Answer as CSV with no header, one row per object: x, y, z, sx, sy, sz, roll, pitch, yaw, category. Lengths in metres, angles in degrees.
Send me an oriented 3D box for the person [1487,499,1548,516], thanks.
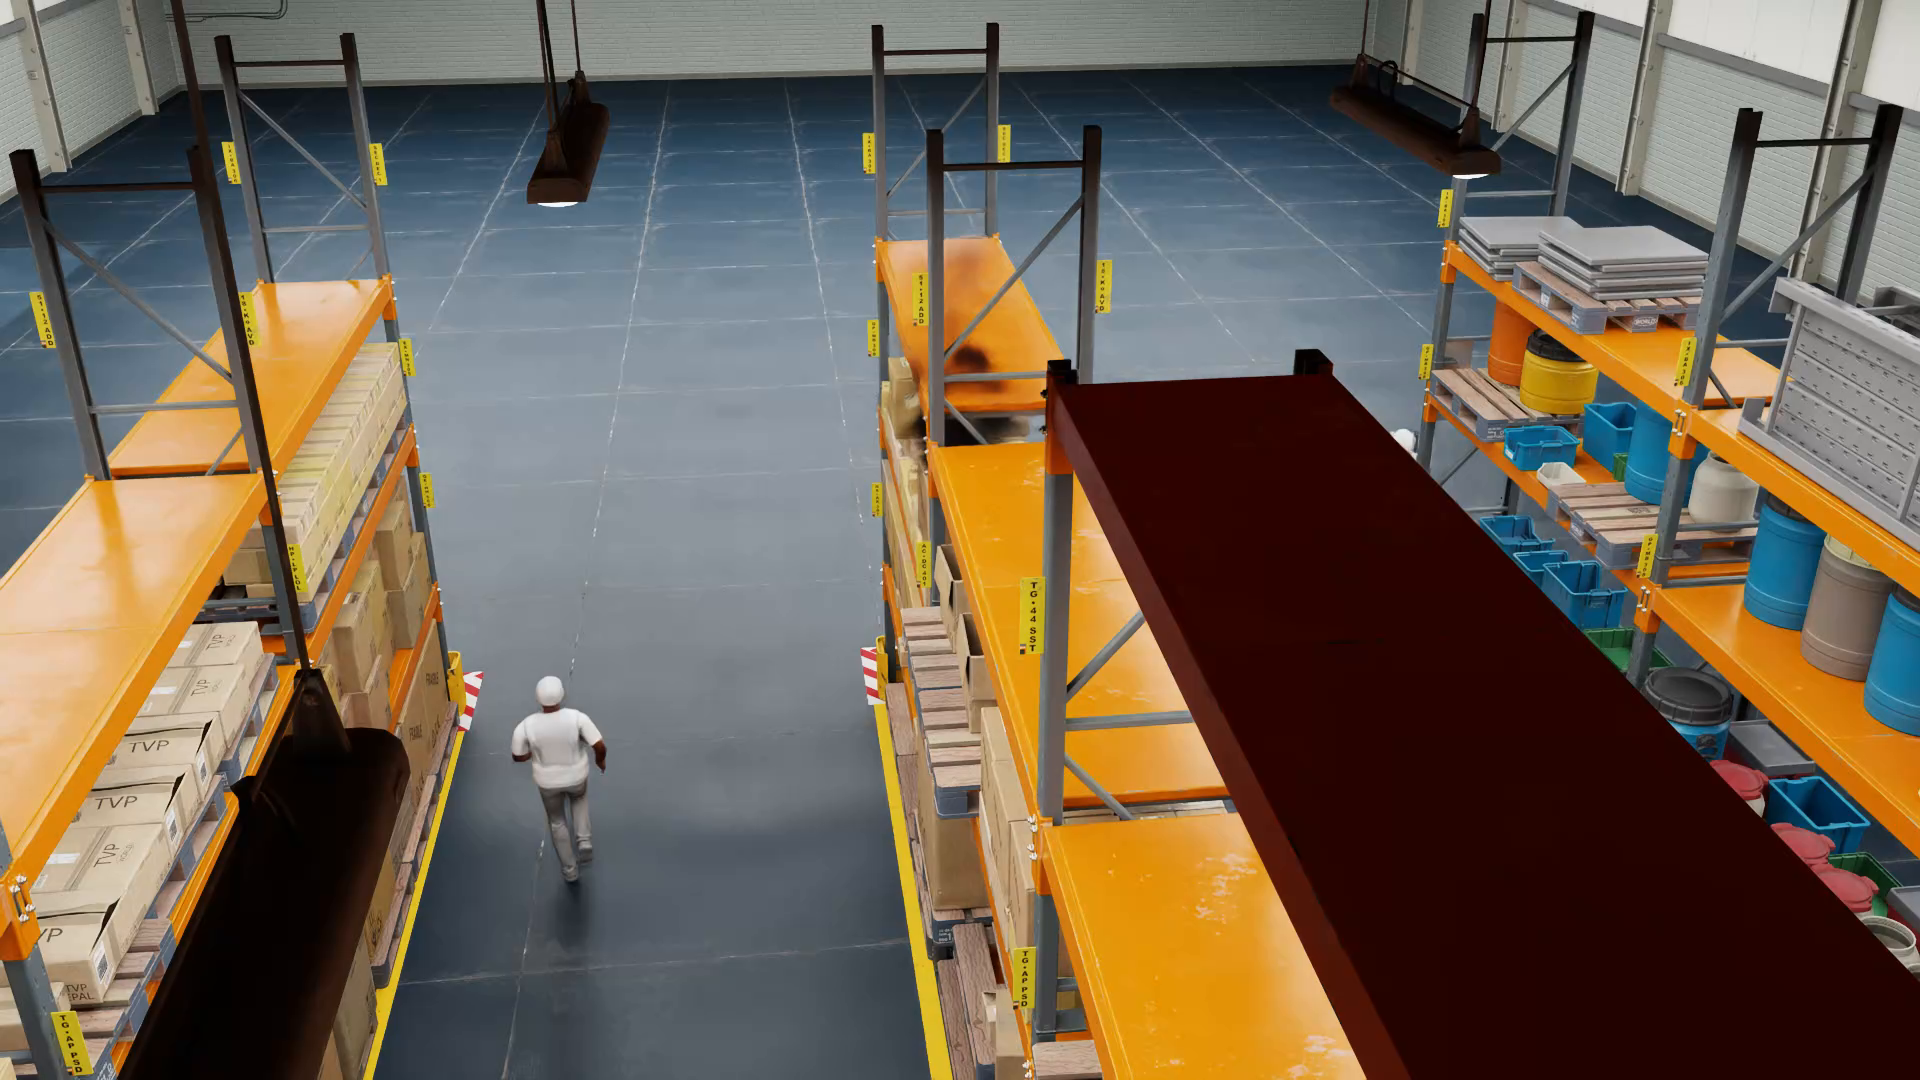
6.461,-1.001,18.654,0.854,1.710,0.604,11,28,22,person

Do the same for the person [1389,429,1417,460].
4.488,-0.338,17.178,0.591,1.743,0.682,12,28,24,person

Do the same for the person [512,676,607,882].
-3.054,1.773,12.763,0.690,1.720,0.597,-7,26,-14,person
